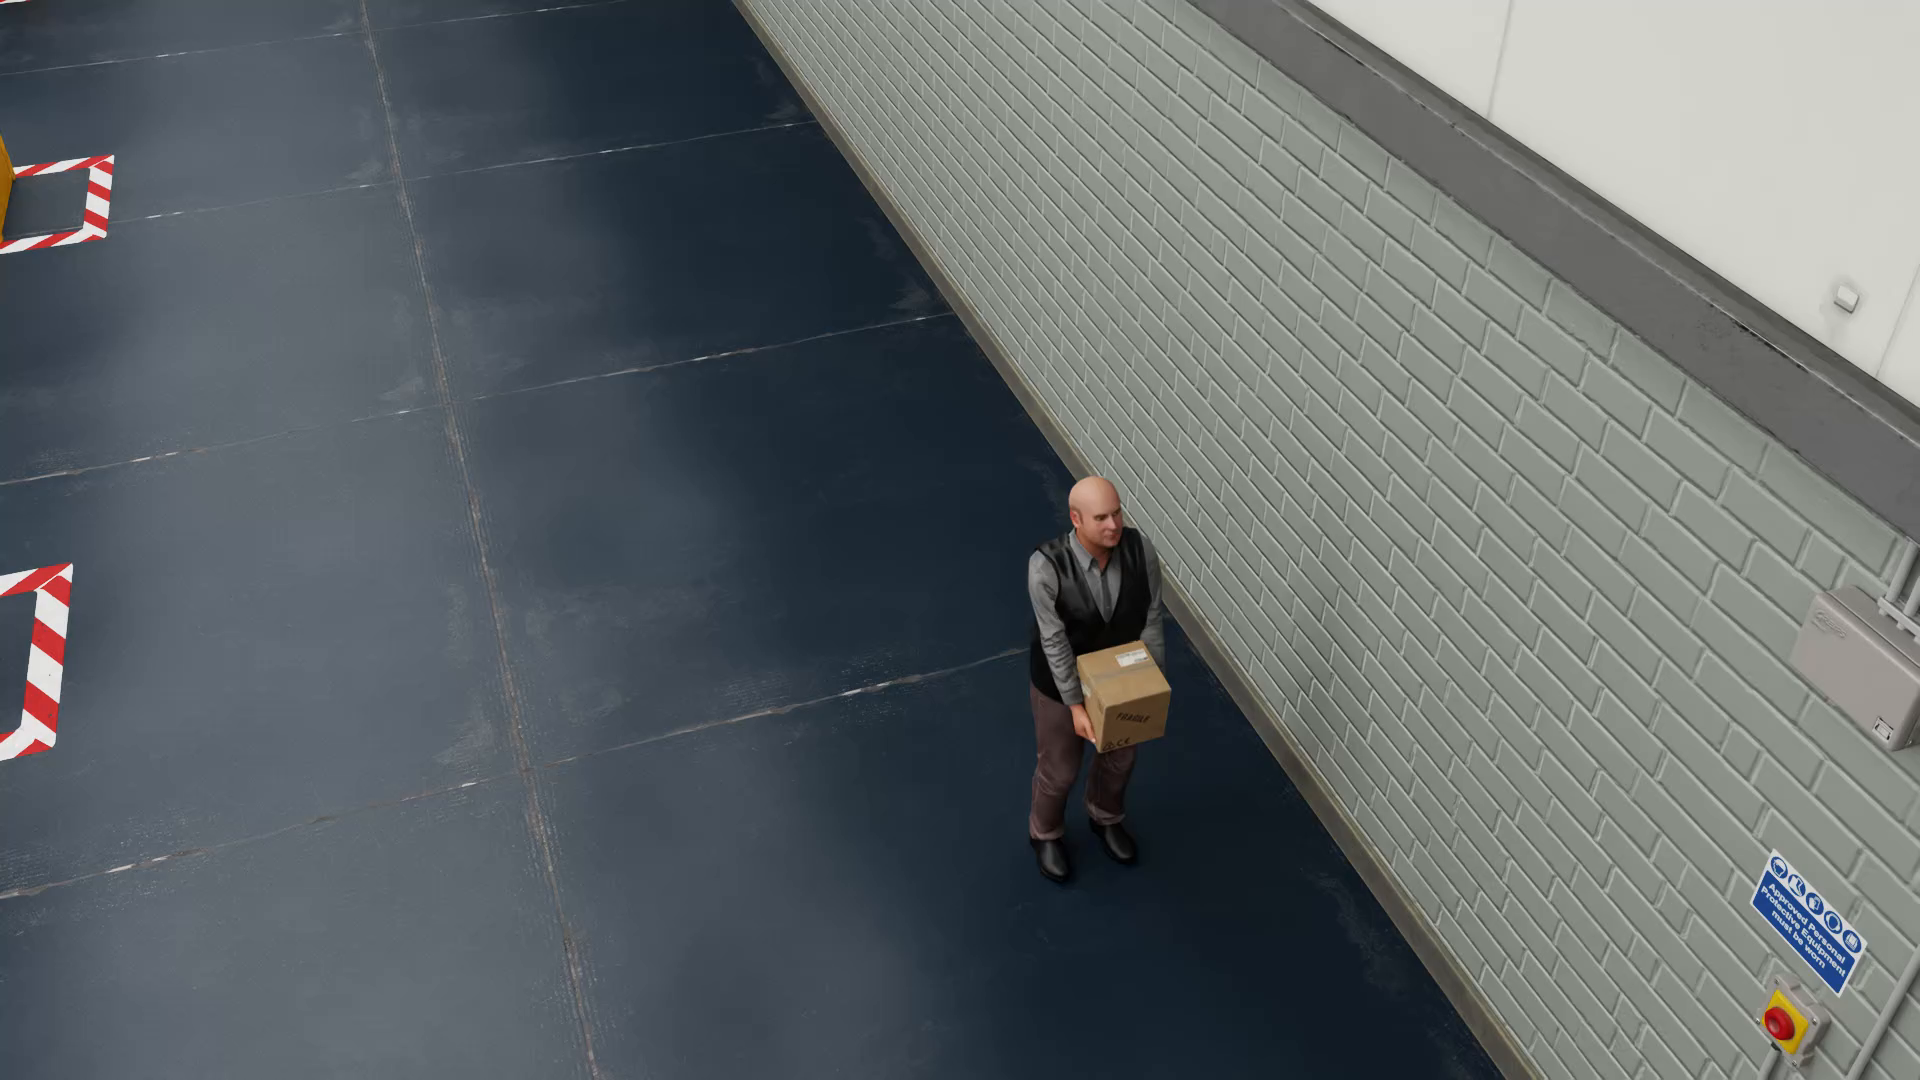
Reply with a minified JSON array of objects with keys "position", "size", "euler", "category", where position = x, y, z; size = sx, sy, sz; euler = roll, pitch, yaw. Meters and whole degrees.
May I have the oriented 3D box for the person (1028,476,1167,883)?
[{"position":[0.514,0.568,6.069],"size":[0.496,1.714,0.550],"euler":[-13,39,-16],"category":"person"}]
